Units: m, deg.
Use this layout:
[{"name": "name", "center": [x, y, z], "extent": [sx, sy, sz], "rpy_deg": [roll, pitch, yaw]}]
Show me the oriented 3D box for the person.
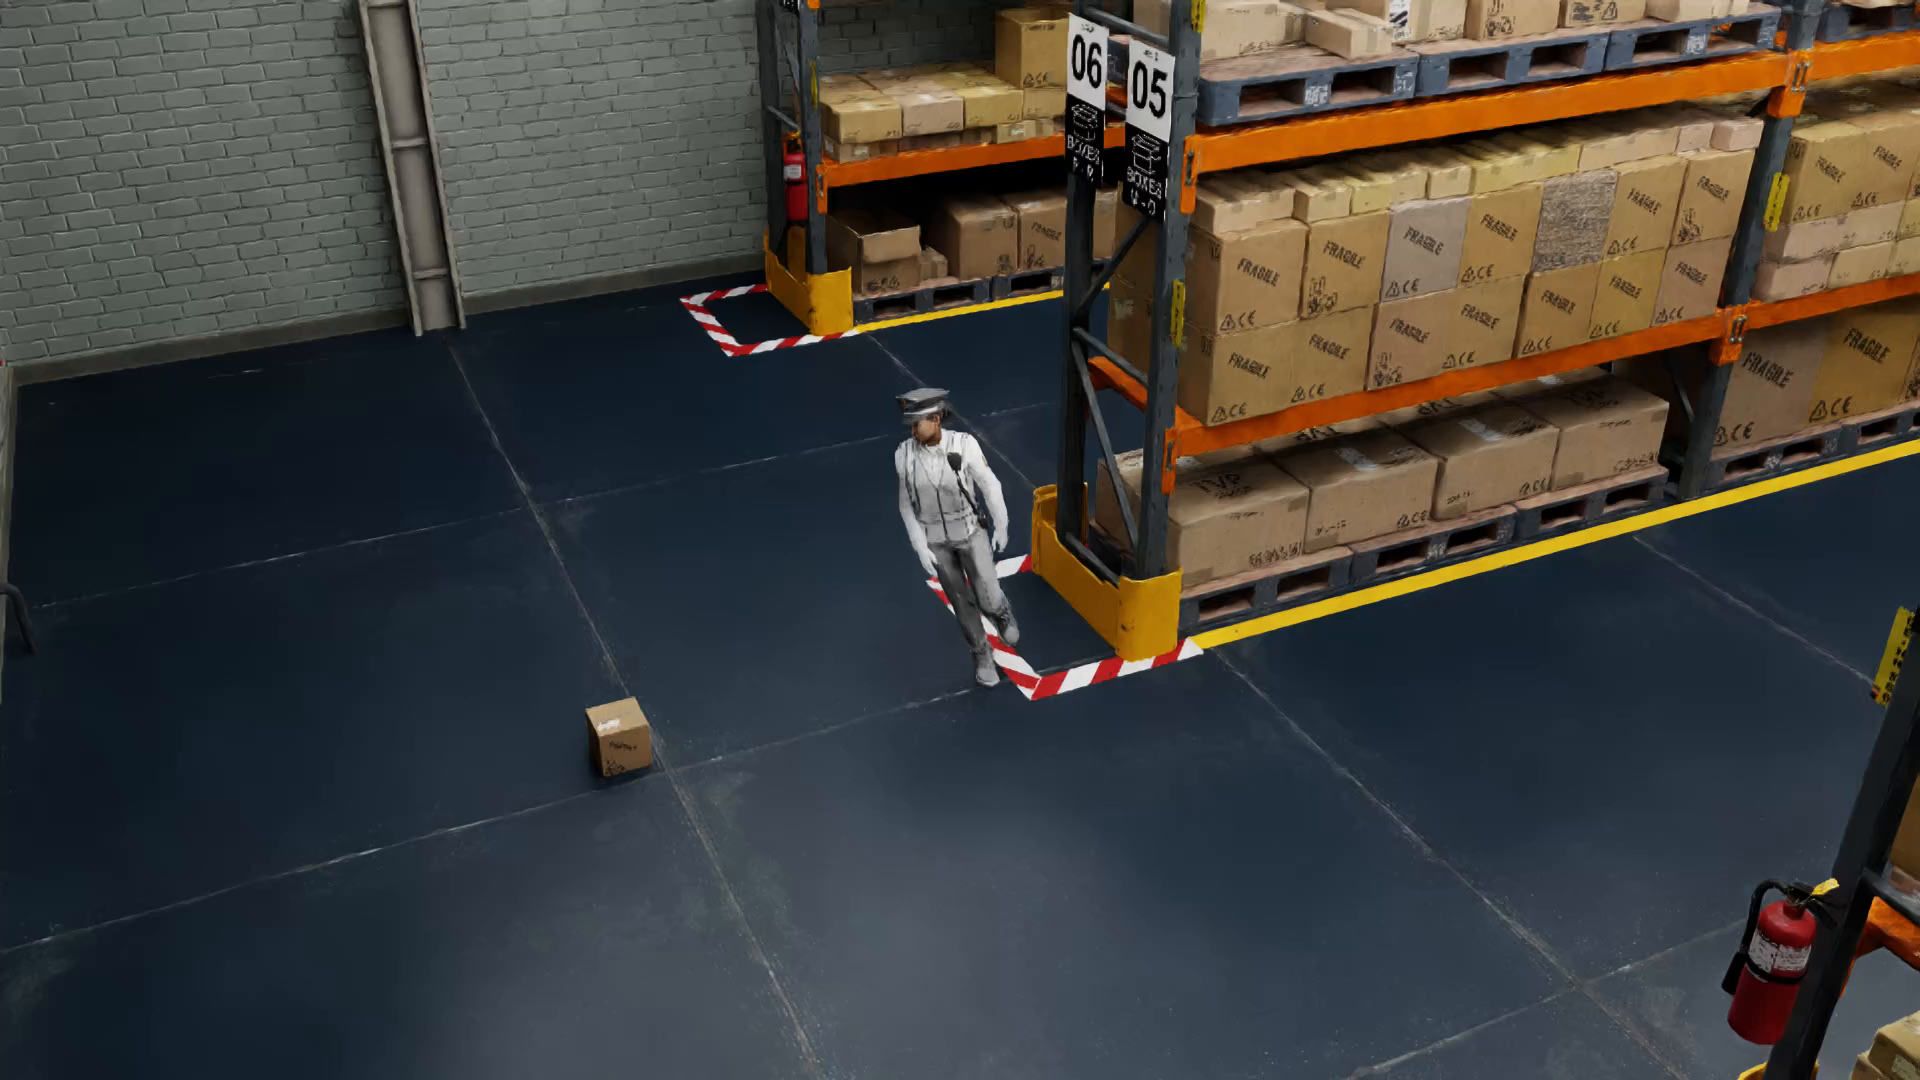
[{"name": "person", "center": [-0.009, -0.033, 8.497], "extent": [0.625, 1.625, 0.488], "rpy_deg": [4, 30, 7]}]
